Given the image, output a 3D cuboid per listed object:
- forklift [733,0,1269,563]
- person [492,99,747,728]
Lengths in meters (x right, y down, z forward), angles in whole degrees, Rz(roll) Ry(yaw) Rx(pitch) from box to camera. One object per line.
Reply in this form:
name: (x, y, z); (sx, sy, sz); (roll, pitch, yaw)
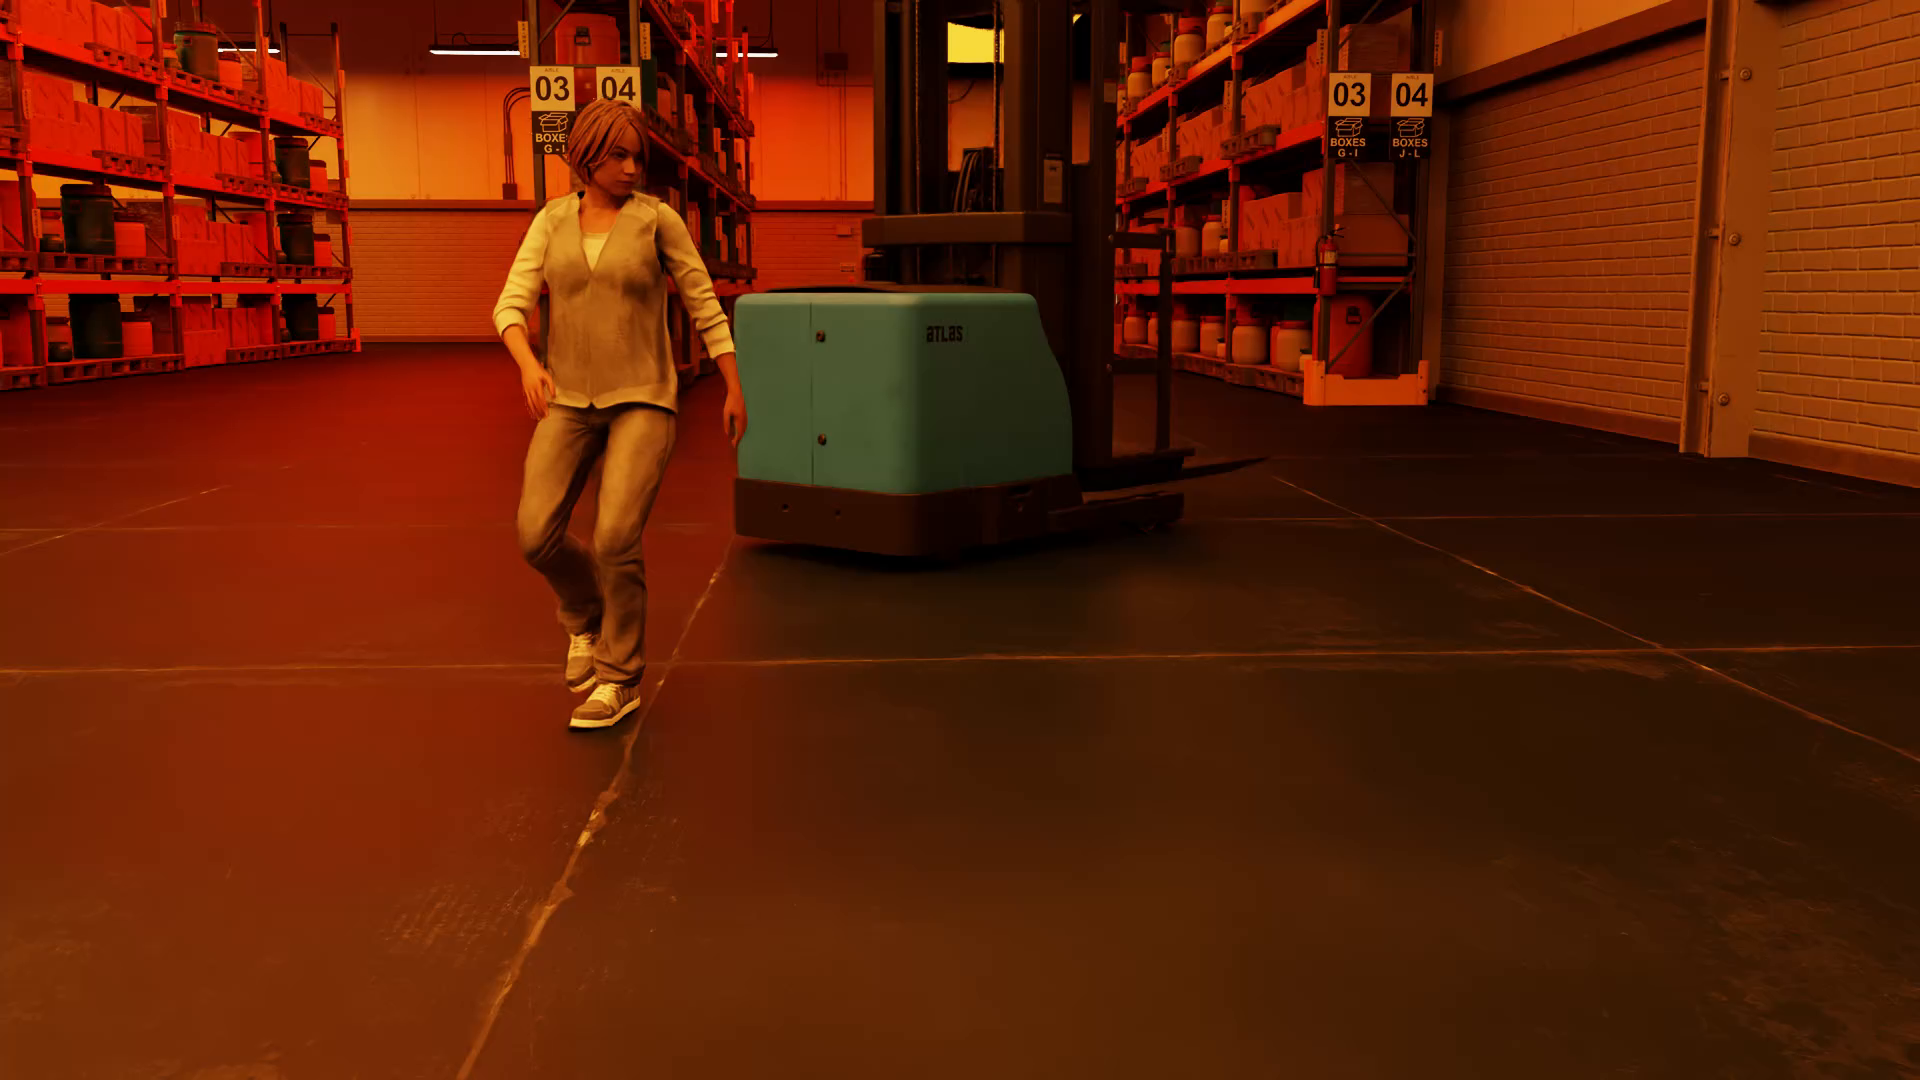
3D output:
forklift: (0.386, -1.527, 7.616); (1.130, 2.935, 3.031); (7, 11, 40)
person: (-0.866, -0.320, 4.201); (0.604, 1.556, 0.516); (2, 9, 10)
